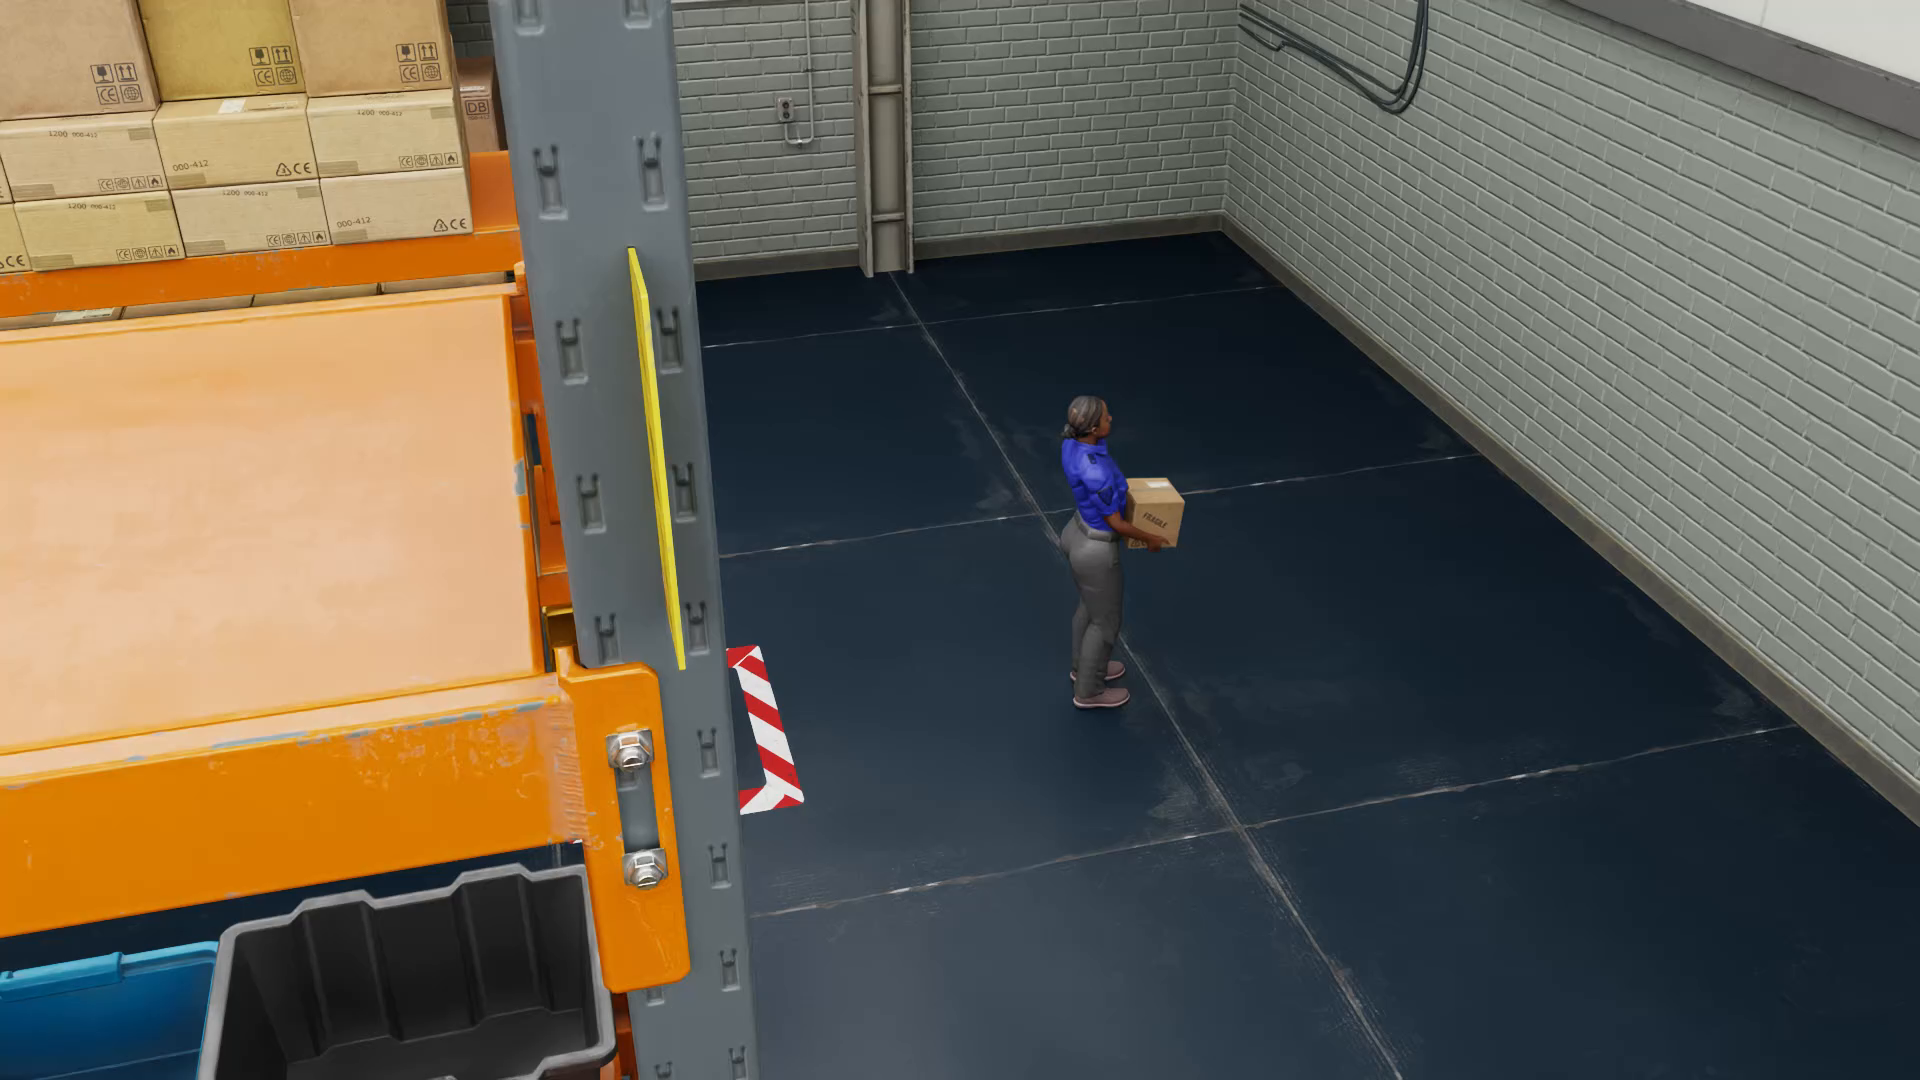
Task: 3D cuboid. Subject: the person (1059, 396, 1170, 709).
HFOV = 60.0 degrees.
[{"bbox_3d":[0.725,0.043,8.073,0.517,1.647,0.450,-7,31,-12],"label":"person"}]
